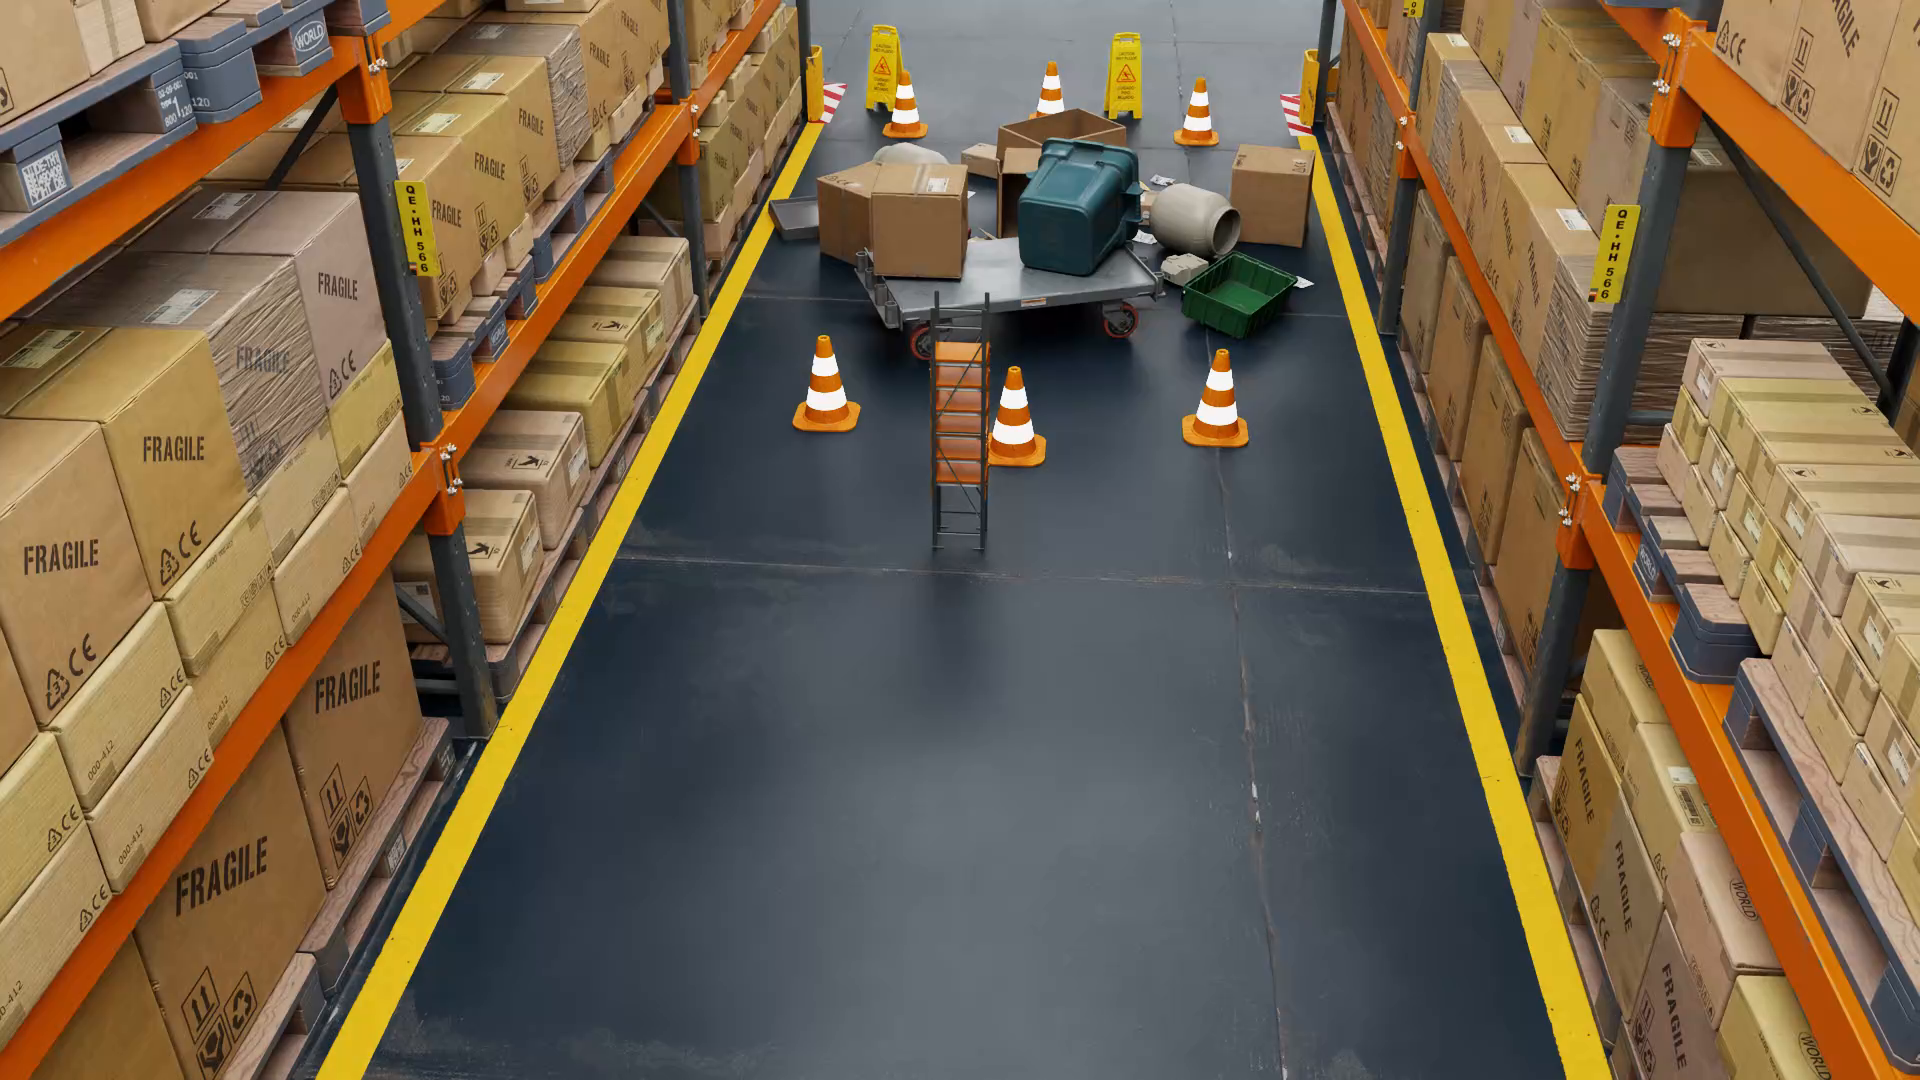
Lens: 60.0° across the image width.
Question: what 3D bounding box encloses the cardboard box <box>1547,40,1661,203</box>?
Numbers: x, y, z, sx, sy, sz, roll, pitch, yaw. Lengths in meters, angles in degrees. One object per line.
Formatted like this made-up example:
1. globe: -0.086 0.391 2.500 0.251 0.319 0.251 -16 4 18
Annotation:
1. cardboard box: 2.743 -1.621 6.473 0.700 0.500 0.500 2 32 3

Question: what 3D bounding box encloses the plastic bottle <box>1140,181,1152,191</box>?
1. plastic bottle: 1.263 -2.438 11.648 0.133 0.061 0.283 -8 33 -13

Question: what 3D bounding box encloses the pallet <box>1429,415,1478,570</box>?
1. pallet: 2.858 -0.244 7.944 1.003 0.211 1.213 2 32 4

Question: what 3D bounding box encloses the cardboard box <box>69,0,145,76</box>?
1. cardboard box: -2.089 -1.208 3.719 0.396 0.266 0.258 2 32 3

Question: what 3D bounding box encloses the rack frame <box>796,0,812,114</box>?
1. rack frame: -1.674 -4.727 12.562 1.000 3.000 0.127 2 32 4

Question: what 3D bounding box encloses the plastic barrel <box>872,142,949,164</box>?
1. plastic barrel: -0.333 -2.486 11.380 0.512 0.421 0.421 27 41 37

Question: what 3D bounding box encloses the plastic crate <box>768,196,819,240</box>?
1. plastic crate: -1.054 -2.179 11.209 0.402 0.080 0.583 -8 33 -13

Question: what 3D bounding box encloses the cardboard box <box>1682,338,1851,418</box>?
1. cardboard box: 2.386 -0.475 4.934 0.380 0.149 0.250 3 32 4

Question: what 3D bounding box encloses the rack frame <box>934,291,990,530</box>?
1. rack frame: 0.009 -0.566 7.525 0.240 1.200 0.006 2 32 4

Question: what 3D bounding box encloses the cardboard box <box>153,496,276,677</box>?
1. cardboard box: -2.171 0.108 4.382 0.500 0.250 0.500 2 32 3

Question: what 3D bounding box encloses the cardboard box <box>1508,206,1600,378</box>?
1. cardboard box: 2.428 -0.936 6.314 0.500 0.500 0.500 2 32 4

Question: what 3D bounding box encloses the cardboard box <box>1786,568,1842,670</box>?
1. cardboard box: 2.297 0.204 4.116 0.380 0.149 0.250 3 32 4

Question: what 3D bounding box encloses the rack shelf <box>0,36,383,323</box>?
1. rack shelf: -2.488 -0.469 3.479 1.077 0.370 4.000 2 32 4

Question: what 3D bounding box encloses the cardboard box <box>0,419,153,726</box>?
1. cardboard box: -2.236 0.061 3.743 0.500 0.500 0.500 2 32 3

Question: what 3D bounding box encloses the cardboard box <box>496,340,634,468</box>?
1. cardboard box: -2.150 -0.682 8.102 0.950 0.372 0.625 3 32 6

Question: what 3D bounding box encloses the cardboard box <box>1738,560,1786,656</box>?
1. cardboard box: 2.315 0.190 4.421 0.380 0.149 0.250 4 32 6

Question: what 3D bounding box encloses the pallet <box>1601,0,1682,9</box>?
1. pallet: 2.616 -1.921 5.329 1.213 0.211 1.003 4 32 6

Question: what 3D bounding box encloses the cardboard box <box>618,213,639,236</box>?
1. cardboard box: -2.219 -1.965 10.299 0.500 0.250 0.500 4 32 6

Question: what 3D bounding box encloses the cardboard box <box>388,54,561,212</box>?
1. cardboard box: -1.986 -1.668 6.819 0.500 0.500 0.500 3 32 5

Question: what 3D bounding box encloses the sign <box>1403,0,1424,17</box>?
1. sign: 2.389 -2.902 8.700 0.100 0.325 0.005 2 32 4

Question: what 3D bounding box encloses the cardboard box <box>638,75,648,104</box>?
1. cardboard box: -1.805 -2.290 8.445 0.380 0.149 0.250 2 32 3

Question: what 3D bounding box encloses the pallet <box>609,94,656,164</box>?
1. pallet: -2.207 -2.161 8.580 1.003 0.211 1.213 2 32 4

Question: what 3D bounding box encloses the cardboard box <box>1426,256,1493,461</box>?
1. cardboard box: 2.899 -0.866 8.039 1.050 0.750 0.750 2 32 4

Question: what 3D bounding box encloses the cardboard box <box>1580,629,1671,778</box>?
1. cardboard box: 2.319 0.531 5.297 0.500 0.250 0.500 1 32 2

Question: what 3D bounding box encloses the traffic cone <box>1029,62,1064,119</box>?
1. traffic cone: 0.711 -3.498 12.985 0.336 0.463 0.334 2 32 4

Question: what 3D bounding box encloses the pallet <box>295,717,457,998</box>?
1. pallet: -2.464 1.052 5.842 1.003 0.211 1.213 2 32 4

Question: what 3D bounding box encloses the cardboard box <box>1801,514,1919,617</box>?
1. cardboard box: 2.300 0.071 4.047 0.380 0.149 0.250 4 32 6

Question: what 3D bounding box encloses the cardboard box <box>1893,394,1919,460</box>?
1. cardboard box: 3.030 -0.306 4.944 0.380 0.149 0.250 3 32 5

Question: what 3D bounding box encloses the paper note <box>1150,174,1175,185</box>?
1. paper note: 1.452 -2.578 11.907 0.144 0.017 0.142 14 34 21

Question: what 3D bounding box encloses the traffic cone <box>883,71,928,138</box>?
1. traffic cone: -0.423 -3.367 12.773 0.336 0.463 0.334 2 32 4

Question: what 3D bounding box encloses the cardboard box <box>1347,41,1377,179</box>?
1. cardboard box: 3.209 -3.025 11.425 0.875 0.875 0.875 2 32 3

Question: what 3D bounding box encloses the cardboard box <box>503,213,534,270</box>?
1. cardboard box: -1.946 -1.209 6.691 0.380 0.149 0.250 3 32 4

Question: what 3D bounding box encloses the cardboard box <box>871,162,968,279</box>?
1. cardboard box: -0.223 -1.834 9.527 0.500 0.500 0.500 2 32 4

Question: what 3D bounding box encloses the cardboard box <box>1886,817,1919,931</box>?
1. cardboard box: 2.229 0.737 3.535 0.380 0.149 0.250 4 32 6

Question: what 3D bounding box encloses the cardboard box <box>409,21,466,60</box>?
1. cardboard box: -2.449 -1.962 7.295 0.500 0.500 0.500 1 32 2

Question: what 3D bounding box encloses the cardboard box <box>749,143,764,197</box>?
1. cardboard box: -1.610 -2.498 11.165 0.500 0.250 0.500 2 32 3

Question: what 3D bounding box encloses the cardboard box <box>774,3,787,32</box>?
1. cardboard box: -1.442 -3.706 11.792 0.380 0.149 0.250 3 32 5

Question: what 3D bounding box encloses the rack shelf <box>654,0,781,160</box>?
1. rack shelf: -1.837 -3.375 11.054 1.077 0.370 4.000 2 32 4

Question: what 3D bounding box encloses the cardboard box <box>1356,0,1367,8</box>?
1. cardboard box: 3.089 -3.861 11.013 0.875 0.550 0.550 2 32 4

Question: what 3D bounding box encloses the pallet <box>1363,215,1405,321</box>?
1. pallet: 3.082 -1.684 10.282 1.003 0.211 1.213 2 32 4

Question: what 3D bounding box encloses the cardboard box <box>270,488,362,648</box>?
1. cardboard box: -2.133 0.063 4.932 0.500 0.250 0.500 3 32 5

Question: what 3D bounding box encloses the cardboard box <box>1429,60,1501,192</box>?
1. cardboard box: 2.591 -1.992 8.028 0.500 0.500 0.500 3 32 4

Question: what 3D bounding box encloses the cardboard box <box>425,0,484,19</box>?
1. cardboard box: -2.376 -2.457 7.480 0.380 0.149 0.250 4 32 7

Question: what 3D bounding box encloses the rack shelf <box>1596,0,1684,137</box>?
1. rack shelf: 2.779 -2.402 6.615 1.077 0.370 4.000 2 32 4

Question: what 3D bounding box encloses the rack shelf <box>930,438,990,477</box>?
1. rack shelf: 0.001 -0.378 7.534 0.258 0.103 0.180 2 32 4

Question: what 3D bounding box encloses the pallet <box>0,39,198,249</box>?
1. pallet: -2.413 -0.817 3.537 1.003 0.211 1.213 4 32 6

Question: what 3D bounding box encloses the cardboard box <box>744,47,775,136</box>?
1. cardboard box: -1.566 -3.088 11.408 0.500 0.500 0.500 2 32 3

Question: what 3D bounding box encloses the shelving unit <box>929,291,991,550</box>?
1. shelving unit: 0.001 -0.518 7.447 0.258 1.200 0.189 2 32 4

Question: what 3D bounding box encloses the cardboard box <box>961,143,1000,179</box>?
1. cardboard box: 0.233 -2.742 12.058 0.380 0.149 0.250 20 37 29

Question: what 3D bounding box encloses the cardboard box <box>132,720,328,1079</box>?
1. cardboard box: -2.541 1.005 4.884 0.875 0.875 0.875 3 32 5

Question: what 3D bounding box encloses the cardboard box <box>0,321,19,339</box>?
1. cardboard box: -2.697 -0.235 4.224 0.500 0.500 0.500 3 32 5

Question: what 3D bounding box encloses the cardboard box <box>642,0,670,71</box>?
1. cardboard box: -1.808 -2.732 8.546 0.500 0.500 0.500 2 32 3

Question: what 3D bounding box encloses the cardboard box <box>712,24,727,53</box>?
1. cardboard box: -1.639 -3.082 10.132 0.380 0.149 0.250 3 32 5

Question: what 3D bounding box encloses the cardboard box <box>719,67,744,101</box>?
1. cardboard box: -1.572 -2.868 10.432 0.380 0.149 0.250 4 32 6

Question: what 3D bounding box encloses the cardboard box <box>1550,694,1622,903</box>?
1. cardboard box: 2.305 0.859 5.480 0.500 0.500 0.500 1 32 2

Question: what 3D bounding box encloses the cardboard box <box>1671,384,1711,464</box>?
1. cardboard box: 2.377 -0.340 4.998 0.380 0.149 0.250 4 32 6

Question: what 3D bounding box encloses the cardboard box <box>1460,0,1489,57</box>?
1. cardboard box: 2.908 -2.686 8.200 0.700 0.500 0.500 2 32 3
